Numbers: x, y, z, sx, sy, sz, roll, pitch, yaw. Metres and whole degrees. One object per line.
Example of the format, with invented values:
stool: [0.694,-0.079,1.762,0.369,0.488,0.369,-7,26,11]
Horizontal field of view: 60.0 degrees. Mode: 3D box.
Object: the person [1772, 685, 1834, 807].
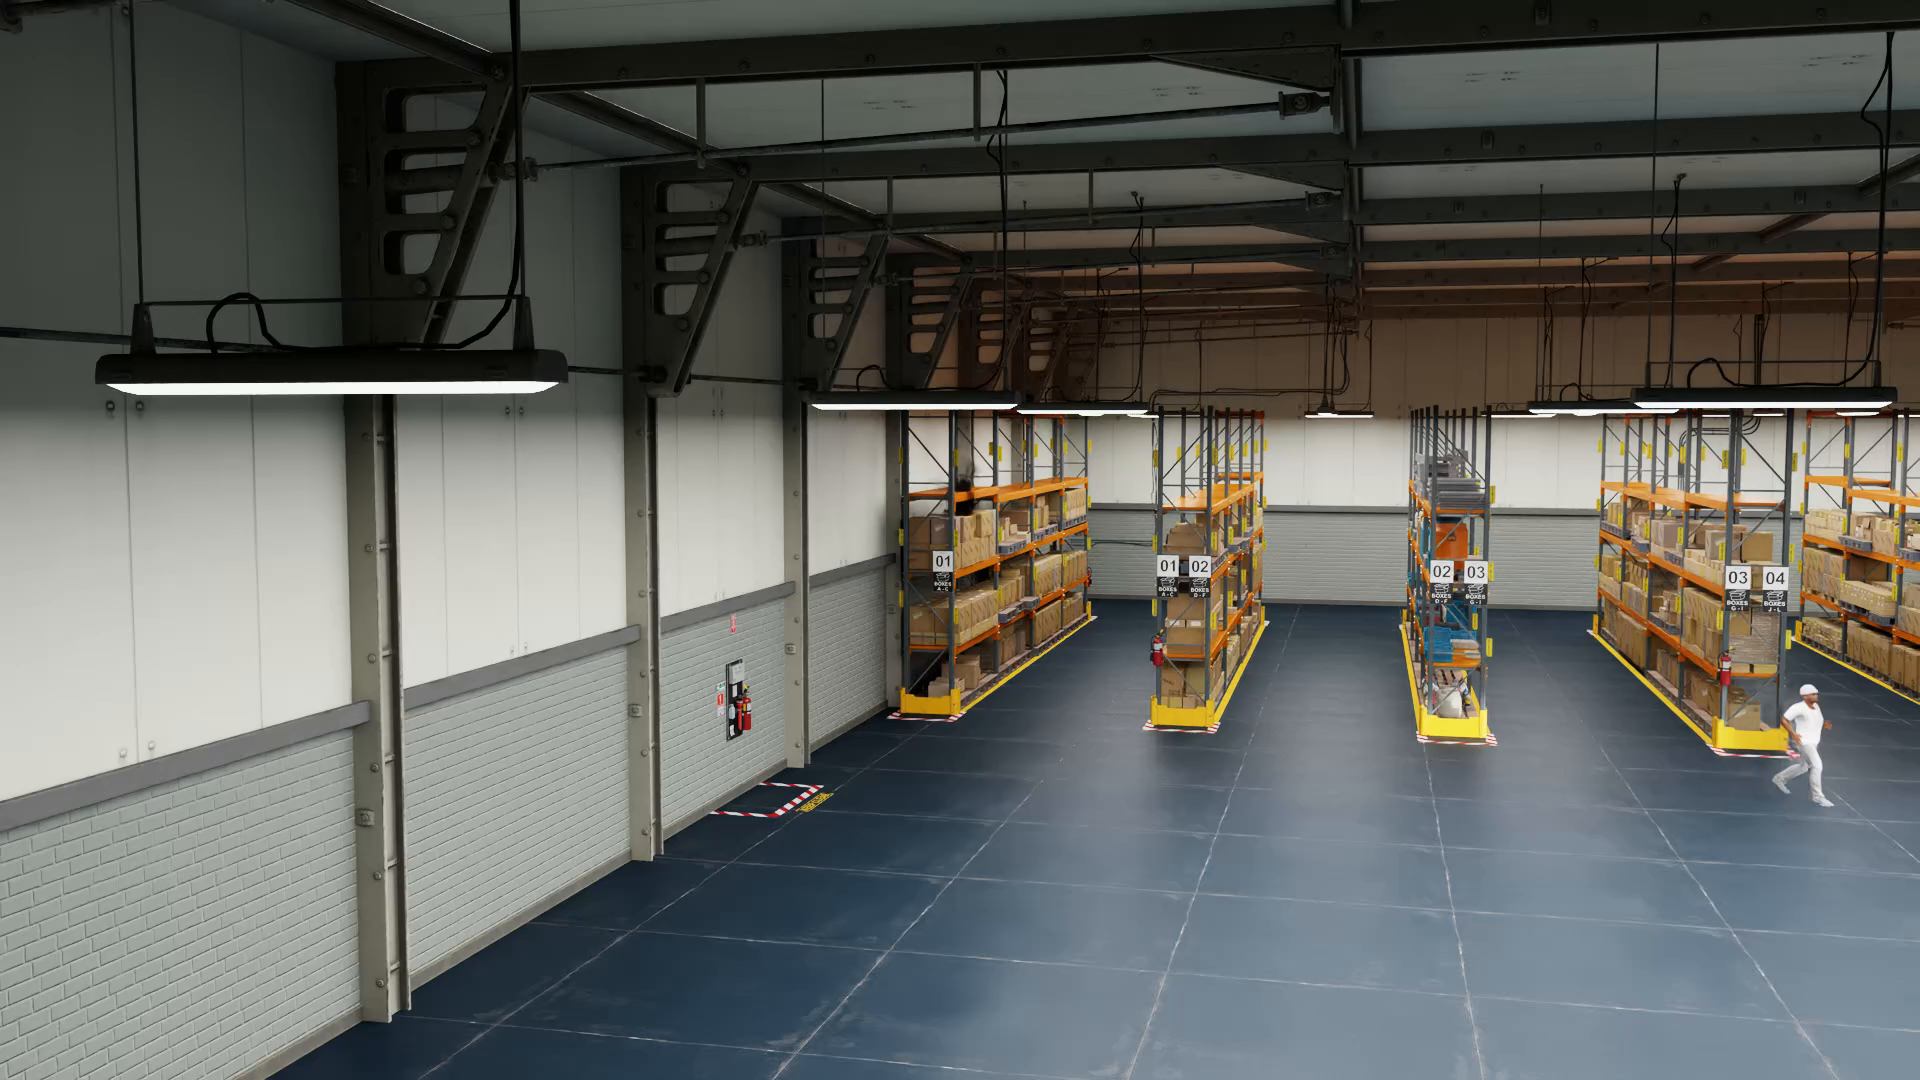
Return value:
person: [12.693,3.046,24.963,0.682,1.780,0.915,-4,6,-42]
